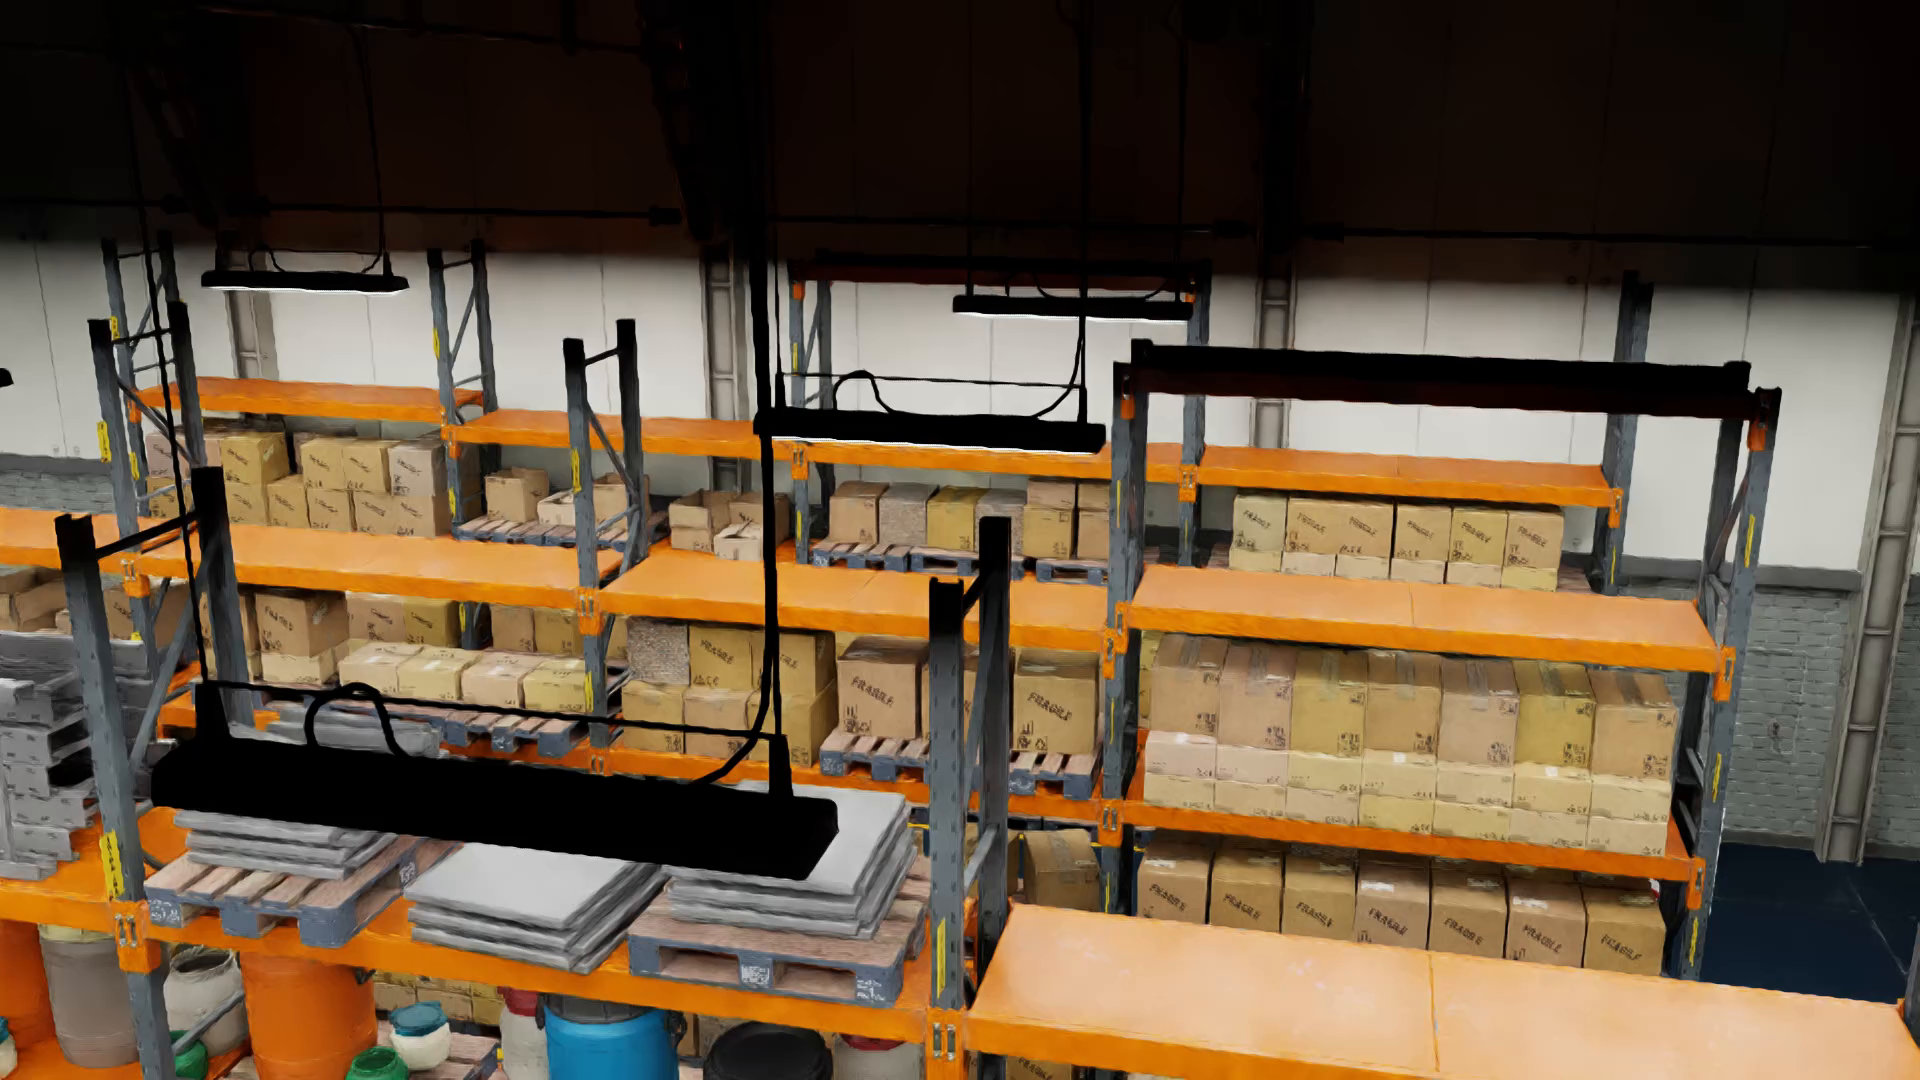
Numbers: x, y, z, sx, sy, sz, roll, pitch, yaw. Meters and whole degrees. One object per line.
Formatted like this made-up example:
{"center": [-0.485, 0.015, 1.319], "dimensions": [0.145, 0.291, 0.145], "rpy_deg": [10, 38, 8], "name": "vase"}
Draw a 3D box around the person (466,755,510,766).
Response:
{"center": [-5.099, 2.208, 17.924], "dimensions": [0.653, 1.598, 0.522], "rpy_deg": [-3, 17, -10], "name": "person"}
